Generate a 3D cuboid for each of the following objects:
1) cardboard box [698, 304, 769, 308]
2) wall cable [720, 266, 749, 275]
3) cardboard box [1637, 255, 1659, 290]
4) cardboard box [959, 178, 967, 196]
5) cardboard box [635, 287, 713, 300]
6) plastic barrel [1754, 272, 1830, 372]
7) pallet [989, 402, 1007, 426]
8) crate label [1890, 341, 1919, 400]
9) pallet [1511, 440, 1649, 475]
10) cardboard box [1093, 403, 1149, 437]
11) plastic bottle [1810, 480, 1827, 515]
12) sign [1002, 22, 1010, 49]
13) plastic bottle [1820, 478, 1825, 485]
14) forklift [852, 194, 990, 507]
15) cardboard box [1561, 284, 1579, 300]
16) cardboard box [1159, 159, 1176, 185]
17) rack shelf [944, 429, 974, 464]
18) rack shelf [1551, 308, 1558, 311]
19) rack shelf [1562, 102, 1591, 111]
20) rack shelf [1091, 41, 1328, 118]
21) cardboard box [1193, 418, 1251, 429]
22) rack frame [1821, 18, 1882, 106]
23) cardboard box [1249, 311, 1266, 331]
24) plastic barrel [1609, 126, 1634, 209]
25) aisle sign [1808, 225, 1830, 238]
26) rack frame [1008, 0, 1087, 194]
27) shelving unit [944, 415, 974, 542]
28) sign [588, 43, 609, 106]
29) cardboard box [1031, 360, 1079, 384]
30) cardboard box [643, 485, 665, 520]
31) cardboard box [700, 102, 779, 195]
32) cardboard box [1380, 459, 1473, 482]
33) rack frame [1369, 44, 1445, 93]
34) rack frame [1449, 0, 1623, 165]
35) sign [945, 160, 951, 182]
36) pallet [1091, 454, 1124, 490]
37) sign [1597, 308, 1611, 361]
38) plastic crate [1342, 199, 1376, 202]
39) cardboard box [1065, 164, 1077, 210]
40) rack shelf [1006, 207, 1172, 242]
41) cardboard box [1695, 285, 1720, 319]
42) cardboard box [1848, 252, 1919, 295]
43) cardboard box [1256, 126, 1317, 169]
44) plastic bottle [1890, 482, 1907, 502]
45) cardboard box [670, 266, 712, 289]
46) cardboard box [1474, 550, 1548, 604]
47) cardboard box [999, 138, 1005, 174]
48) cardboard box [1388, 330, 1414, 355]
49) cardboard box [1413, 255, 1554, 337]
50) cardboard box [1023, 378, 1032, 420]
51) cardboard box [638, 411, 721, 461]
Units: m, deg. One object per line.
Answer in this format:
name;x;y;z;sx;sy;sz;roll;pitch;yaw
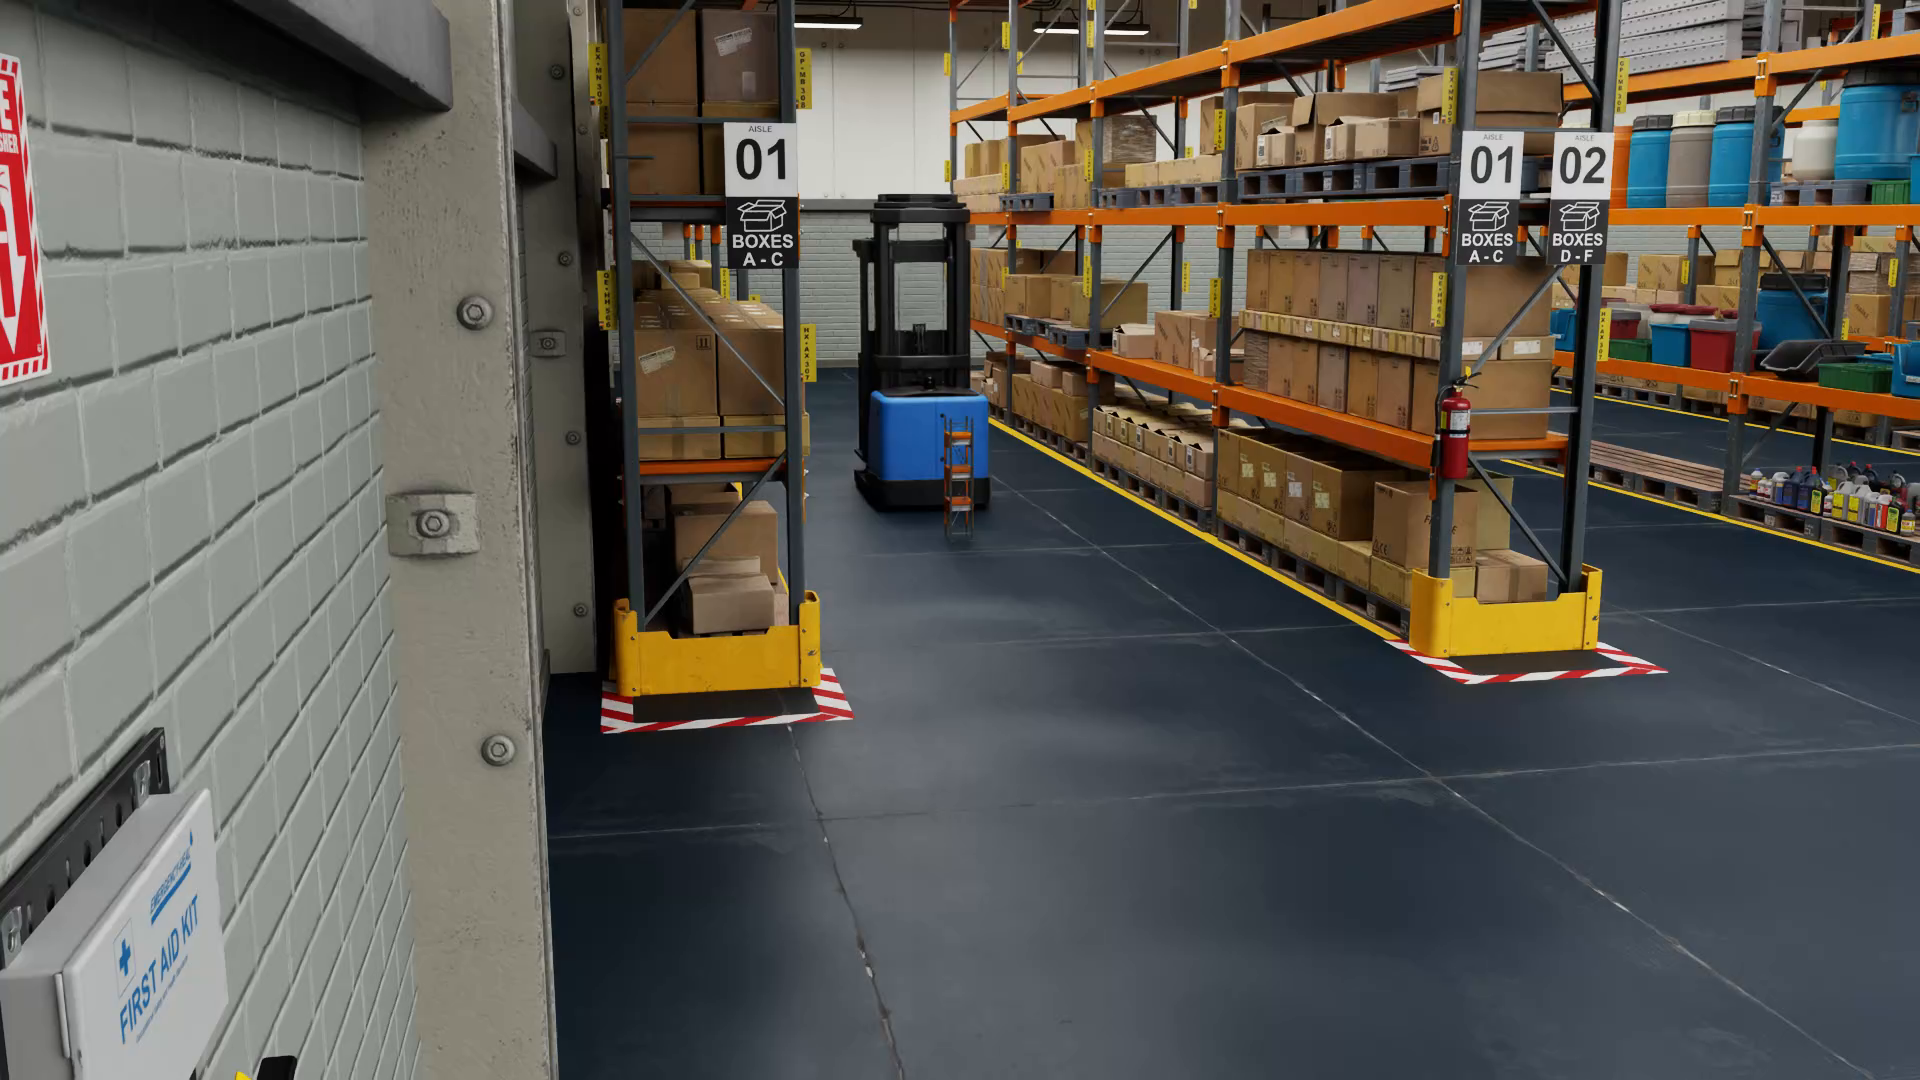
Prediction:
cardboard box;-1.679;-1.487;12.329;0.500;0.500;0.500;-2;11;-11
wall cable;-5.260;-6.022;30.075;3.097;2.526;0.112;-2;11;-11
cardboard box;10.398;-3.964;24.603;0.500;0.500;0.500;-2;11;-10
cardboard box;0.282;-5.181;24.436;0.500;0.250;0.500;-2;11;-11
cardboard box;-2.854;-2.262;16.617;0.700;0.500;0.500;-3;11;-18
plastic barrel;7.763;-2.038;15.540;0.600;0.901;0.708;-2;11;-11
pallet;0.993;-1.753;22.845;1.003;0.211;1.213;-2;11;-11
crate label;7.695;-1.321;13.021;0.502;0.435;0.616;-2;11;-11
pallet;6.875;-0.930;18.518;1.003;0.211;1.213;-2;11;-11
cardboard box;1.717;-1.288;17.673;0.500;0.311;0.500;-2;11;-9
plastic bottle;7.319;-0.362;14.163;0.061;0.283;0.133;-2;11;-8
sign;0.590;-6.426;21.181;0.100;0.325;0.005;-2;11;-11
plastic bottle;7.437;-0.400;14.397;0.097;0.271;0.097;0;11;0
forklift;-0.483;-1.976;16.737;1.130;2.935;3.031;-2;11;-10
cardboard box;10.001;-3.970;26.639;0.500;0.250;0.500;-2;11;-12
cardboard box;2.267;-3.588;16.281;0.500;0.250;0.500;-2;11;-12
rack shelf;-0.010;-0.794;14.099;0.215;0.259;0.240;-2;11;-11
rack shelf;10.454;-3.370;25.806;1.077;0.370;4.000;-2;11;-11
rack shelf;6.374;-5.207;20.482;1.077;0.370;4.000;-2;11;-11
rack shelf;2.292;-4.294;15.685;1.077;0.370;4.000;-2;11;-11
cardboard box;2.545;-1.028;16.306;0.500;0.311;0.500;-2;11;-9
rack frame;14.950;-7.200;27.955;1.000;3.000;0.127;-2;11;-11
cardboard box;2.593;-1.796;13.606;0.380;0.149;0.250;-2;11;-10
plastic barrel;6.837;-3.849;17.227;0.600;0.830;0.708;-2;11;-11
aisle sign;14.642;-5.532;28.286;0.394;0.787;0.004;-2;11;-11
rack frame;1.125;-5.945;21.362;1.000;3.000;0.127;-2;11;-11
shelving unit;-0.010;-0.526;14.150;0.215;1.050;0.252;-2;11;-11
sign;-1.947;-2.508;8.959;0.100;0.325;0.005;-2;11;-11
cardboard box;1.175;-2.073;20.569;0.500;0.250;0.500;-2;11;-11
cardboard box;-2.337;-0.472;14.162;0.700;0.500;0.500;-2;11;-9
cardboard box;-1.219;-2.219;9.488;0.500;0.500;0.500;-2;11;-10
cardboard box;3.364;-0.310;12.027;0.500;0.500;0.500;-2;11;-11
rack frame;5.985;-6.124;22.304;1.000;3.000;0.127;-2;11;-11
rack frame;3.459;-3.744;9.798;1.000;3.000;0.127;-2;11;-11
sign;-0.185;-5.614;25.311;0.100;0.325;0.005;-2;11;-11
pallet;2.025;-0.742;17.528;1.003;0.211;1.213;-2;11;-11
sign;4.005;-1.280;10.371;0.100;0.325;0.005;-2;11;-11
plastic crate;5.606;-4.613;22.955;0.450;0.188;0.662;-2;11;-11
cardboard box;1.686;-3.959;18.684;0.910;0.500;0.500;-2;11;-11
rack shelf;1.514;-3.751;19.782;1.077;0.370;4.000;-2;11;-11
cardboard box;10.687;-3.313;23.311;0.500;0.500;0.500;-2;11;-11
cardboard box;11.495;-3.300;20.562;0.797;0.503;0.637;-2;11;-9
cardboard box;2.626;-3.034;12.833;0.500;0.311;0.500;-3;11;-14
plastic bottle;7.972;-0.355;14.129;0.061;0.283;0.133;-2;11;-11
cardboard box;-2.796;-2.754;17.523;0.500;0.250;0.500;-2;11;-10
cardboard box;3.573;0.241;11.136;0.500;0.250;0.500;-2;11;-11
cardboard box;0.932;-5.287;22.990;0.700;0.500;0.500;-2;11;-11
cardboard box;3.096;-1.322;11.119;0.380;0.149;0.250;-2;11;-12
cardboard box;3.371;-1.579;10.732;0.700;0.500;0.500;-2;11;-11
cardboard box;1.095;-1.791;21.091;0.500;0.500;0.500;-2;11;-10
cardboard box;-1.680;-0.631;9.835;0.500;0.250;0.500;-2;11;-10
